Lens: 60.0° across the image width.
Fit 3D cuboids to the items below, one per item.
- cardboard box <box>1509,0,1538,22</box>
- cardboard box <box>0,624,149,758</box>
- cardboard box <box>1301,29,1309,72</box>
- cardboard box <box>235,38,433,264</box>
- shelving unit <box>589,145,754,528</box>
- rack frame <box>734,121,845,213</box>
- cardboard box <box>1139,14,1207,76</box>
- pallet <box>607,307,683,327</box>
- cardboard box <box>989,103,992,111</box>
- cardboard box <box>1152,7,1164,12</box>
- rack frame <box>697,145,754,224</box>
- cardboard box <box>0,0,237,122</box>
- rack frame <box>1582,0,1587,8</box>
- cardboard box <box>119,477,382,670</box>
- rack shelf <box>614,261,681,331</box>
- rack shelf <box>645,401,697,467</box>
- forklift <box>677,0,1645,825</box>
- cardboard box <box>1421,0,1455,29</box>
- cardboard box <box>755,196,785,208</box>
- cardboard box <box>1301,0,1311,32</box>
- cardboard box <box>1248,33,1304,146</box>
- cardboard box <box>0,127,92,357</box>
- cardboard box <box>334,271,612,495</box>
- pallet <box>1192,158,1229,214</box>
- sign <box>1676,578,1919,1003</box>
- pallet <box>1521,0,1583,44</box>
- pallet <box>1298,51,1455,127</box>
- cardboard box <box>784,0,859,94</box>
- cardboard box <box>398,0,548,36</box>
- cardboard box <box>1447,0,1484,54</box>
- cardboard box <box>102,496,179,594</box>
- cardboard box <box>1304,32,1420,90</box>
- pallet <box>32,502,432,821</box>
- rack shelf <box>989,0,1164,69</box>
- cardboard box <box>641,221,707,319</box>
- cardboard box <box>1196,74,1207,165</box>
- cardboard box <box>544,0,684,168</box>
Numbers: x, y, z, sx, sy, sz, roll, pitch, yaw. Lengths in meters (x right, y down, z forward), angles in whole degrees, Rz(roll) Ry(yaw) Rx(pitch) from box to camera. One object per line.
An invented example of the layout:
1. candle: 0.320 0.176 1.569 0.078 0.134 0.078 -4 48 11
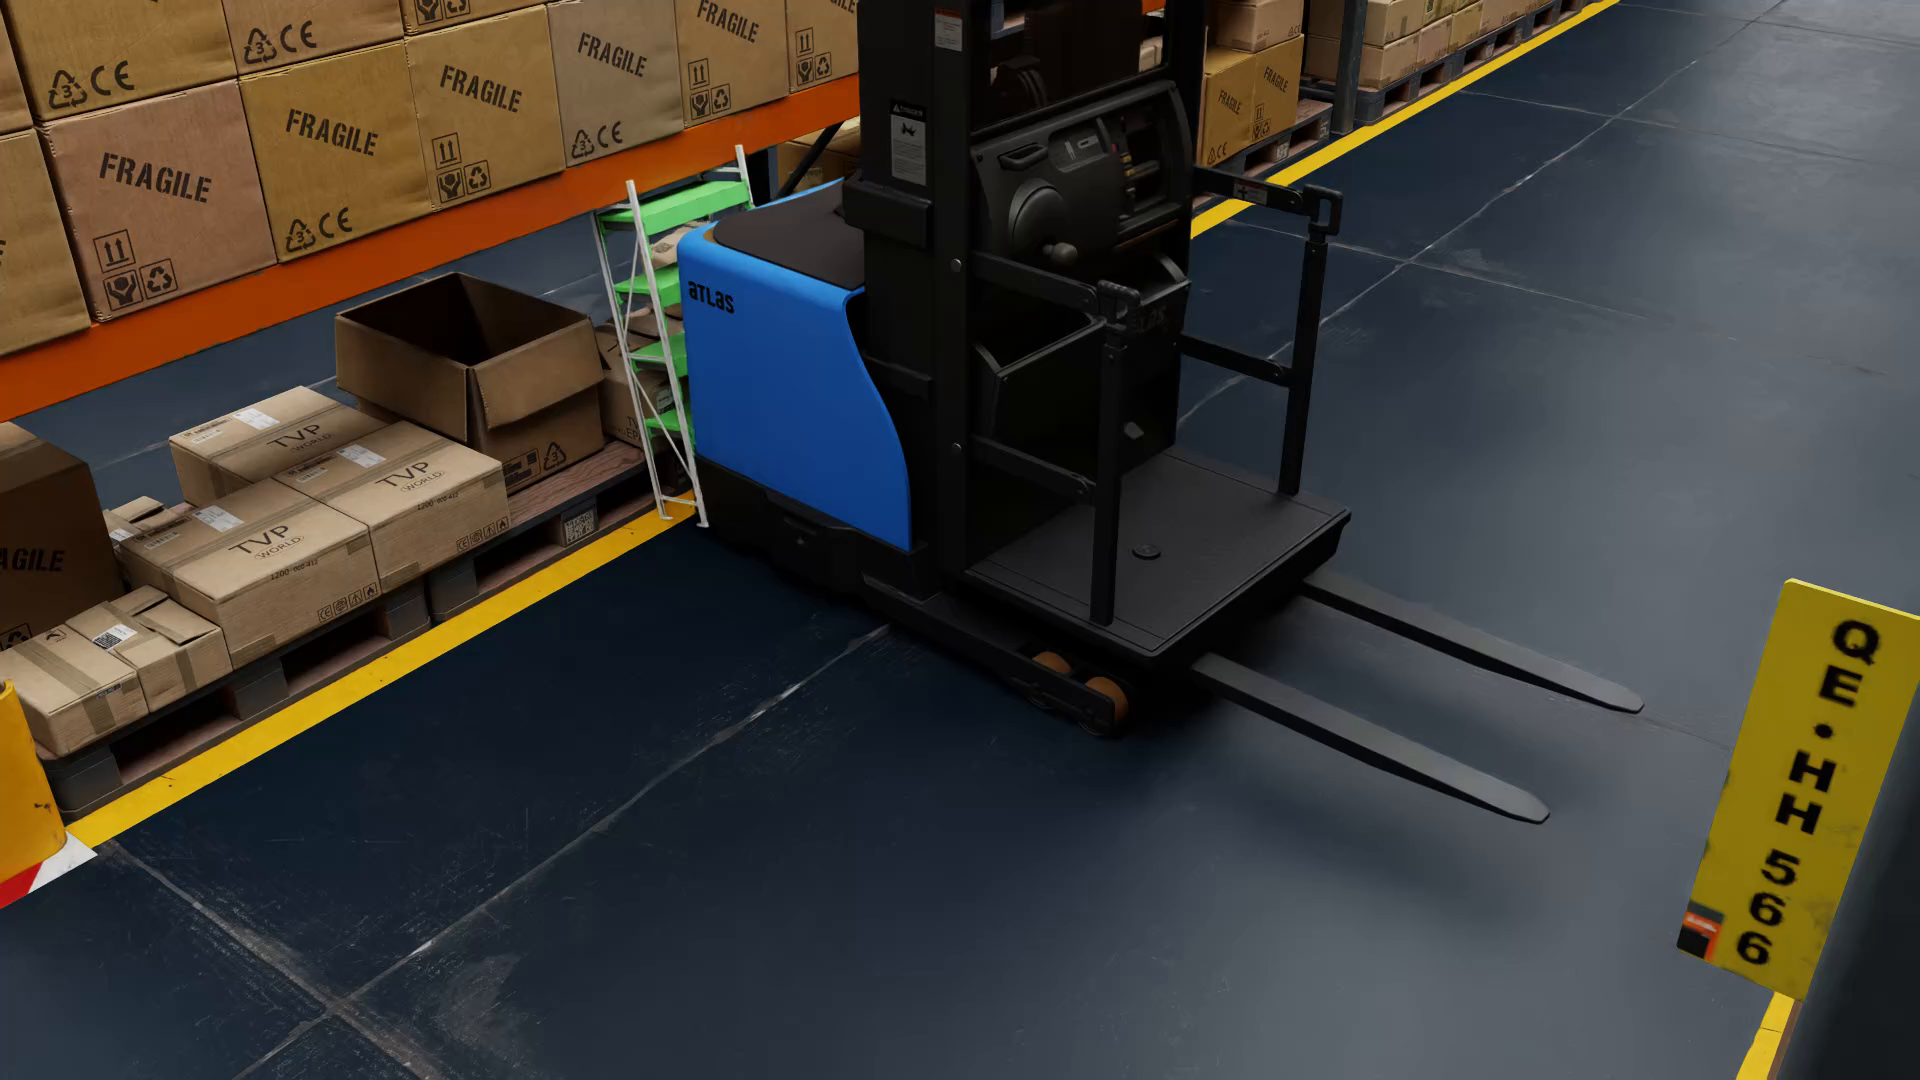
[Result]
1. cardboard box: 3.658 -3.775 11.462 0.500 0.250 0.500 22 37 32
2. cardboard box: -2.425 0.402 4.494 0.380 0.149 0.250 21 37 31
3. cardboard box: 2.001 -3.109 10.339 0.500 0.250 0.500 22 37 32
4. cardboard box: -1.861 -1.127 4.612 0.500 0.500 0.500 21 37 31
5. shelving unit: -0.894 -0.702 5.723 0.258 1.200 0.503 10 30 38
6. rack frame: -0.537 -2.196 6.514 1.000 3.000 0.127 21 37 31
7. cardboard box: 0.855 -2.365 8.083 0.500 0.250 0.500 20 36 30
8. pallet: -0.952 -0.718 6.754 1.003 0.211 1.213 21 37 31
9. cardboard box: -0.162 -1.797 7.861 0.500 0.500 0.500 21 37 31
10. cardboard box: 1.375 -2.839 9.618 0.500 0.500 0.500 23 38 33
11. rack frame: -0.744 -0.797 5.890 0.240 1.200 0.015 10 30 38
12. cardboard box: -2.164 -1.358 4.020 0.500 0.500 0.500 22 37 32
13. rack frame: 4.292 -5.448 12.001 1.000 3.000 0.127 21 37 31
14. cardboard box: -2.095 0.086 4.928 0.500 0.250 0.500 21 37 31
15. rack shelf: -0.919 -0.862 5.654 0.258 0.148 0.480 10 30 38
16. rack shelf: -0.851 -0.425 5.842 0.258 0.148 0.480 10 30 38
17. forklift: 0.521 -1.001 4.564 3.031 2.935 1.130 24 38 34
18. cardboard box: 2.738 -3.400 10.279 0.500 0.311 0.500 20 36 30
19. cardboard box: -0.655 -0.991 6.501 0.500 0.500 0.500 21 37 31
20. cardboard box: 1.998 -3.350 10.195 0.500 0.311 0.500 22 37 33
21. cardboard box: 1.500 -2.484 9.019 0.500 0.500 0.500 23 37 33
22. cardboard box: -2.473 -0.713 3.912 0.500 0.500 0.500 22 37 32
23. cardboard box: -1.667 -0.546 5.747 0.797 0.503 0.637 21 37 31
24. pallet: 0.660 -1.837 8.643 1.003 0.211 1.213 21 37 31
25. sign: 0.576 0.180 1.136 0.100 0.325 0.005 21 37 31
26. pallet: 3.879 -3.937 12.186 1.003 0.211 1.213 21 37 31
27. pallet: 2.406 -2.945 10.512 1.003 0.211 1.213 21 37 31
28. cardboard box: -0.634 -1.957 6.012 0.500 0.500 0.500 22 37 32
29. cardboard box: -1.552 -1.766 4.709 0.500 0.500 0.500 21 36 31
30. cardboard box: 3.040 -3.360 10.763 0.500 0.250 0.500 20 36 30
31. cardboard box: -2.503 0.026 5.112 0.380 0.166 0.250 21 37 31
32. cardboard box: 2.428 -2.942 10.058 0.500 0.250 0.500 21 37 31
33. pallet: -2.425 0.274 5.081 1.003 0.211 1.213 21 37 31
34. rack shelf: 0.670 -2.700 8.069 1.077 0.370 4.000 21 37 31
35. cardboard box: -0.963 -1.125 6.911 0.500 0.311 0.500 21 37 31
36. cardboard box: 0.876 -2.058 8.301 0.500 0.500 0.500 20 36 30
37. cardboard box: -1.252 -1.538 5.304 0.500 0.500 0.500 22 37 32
